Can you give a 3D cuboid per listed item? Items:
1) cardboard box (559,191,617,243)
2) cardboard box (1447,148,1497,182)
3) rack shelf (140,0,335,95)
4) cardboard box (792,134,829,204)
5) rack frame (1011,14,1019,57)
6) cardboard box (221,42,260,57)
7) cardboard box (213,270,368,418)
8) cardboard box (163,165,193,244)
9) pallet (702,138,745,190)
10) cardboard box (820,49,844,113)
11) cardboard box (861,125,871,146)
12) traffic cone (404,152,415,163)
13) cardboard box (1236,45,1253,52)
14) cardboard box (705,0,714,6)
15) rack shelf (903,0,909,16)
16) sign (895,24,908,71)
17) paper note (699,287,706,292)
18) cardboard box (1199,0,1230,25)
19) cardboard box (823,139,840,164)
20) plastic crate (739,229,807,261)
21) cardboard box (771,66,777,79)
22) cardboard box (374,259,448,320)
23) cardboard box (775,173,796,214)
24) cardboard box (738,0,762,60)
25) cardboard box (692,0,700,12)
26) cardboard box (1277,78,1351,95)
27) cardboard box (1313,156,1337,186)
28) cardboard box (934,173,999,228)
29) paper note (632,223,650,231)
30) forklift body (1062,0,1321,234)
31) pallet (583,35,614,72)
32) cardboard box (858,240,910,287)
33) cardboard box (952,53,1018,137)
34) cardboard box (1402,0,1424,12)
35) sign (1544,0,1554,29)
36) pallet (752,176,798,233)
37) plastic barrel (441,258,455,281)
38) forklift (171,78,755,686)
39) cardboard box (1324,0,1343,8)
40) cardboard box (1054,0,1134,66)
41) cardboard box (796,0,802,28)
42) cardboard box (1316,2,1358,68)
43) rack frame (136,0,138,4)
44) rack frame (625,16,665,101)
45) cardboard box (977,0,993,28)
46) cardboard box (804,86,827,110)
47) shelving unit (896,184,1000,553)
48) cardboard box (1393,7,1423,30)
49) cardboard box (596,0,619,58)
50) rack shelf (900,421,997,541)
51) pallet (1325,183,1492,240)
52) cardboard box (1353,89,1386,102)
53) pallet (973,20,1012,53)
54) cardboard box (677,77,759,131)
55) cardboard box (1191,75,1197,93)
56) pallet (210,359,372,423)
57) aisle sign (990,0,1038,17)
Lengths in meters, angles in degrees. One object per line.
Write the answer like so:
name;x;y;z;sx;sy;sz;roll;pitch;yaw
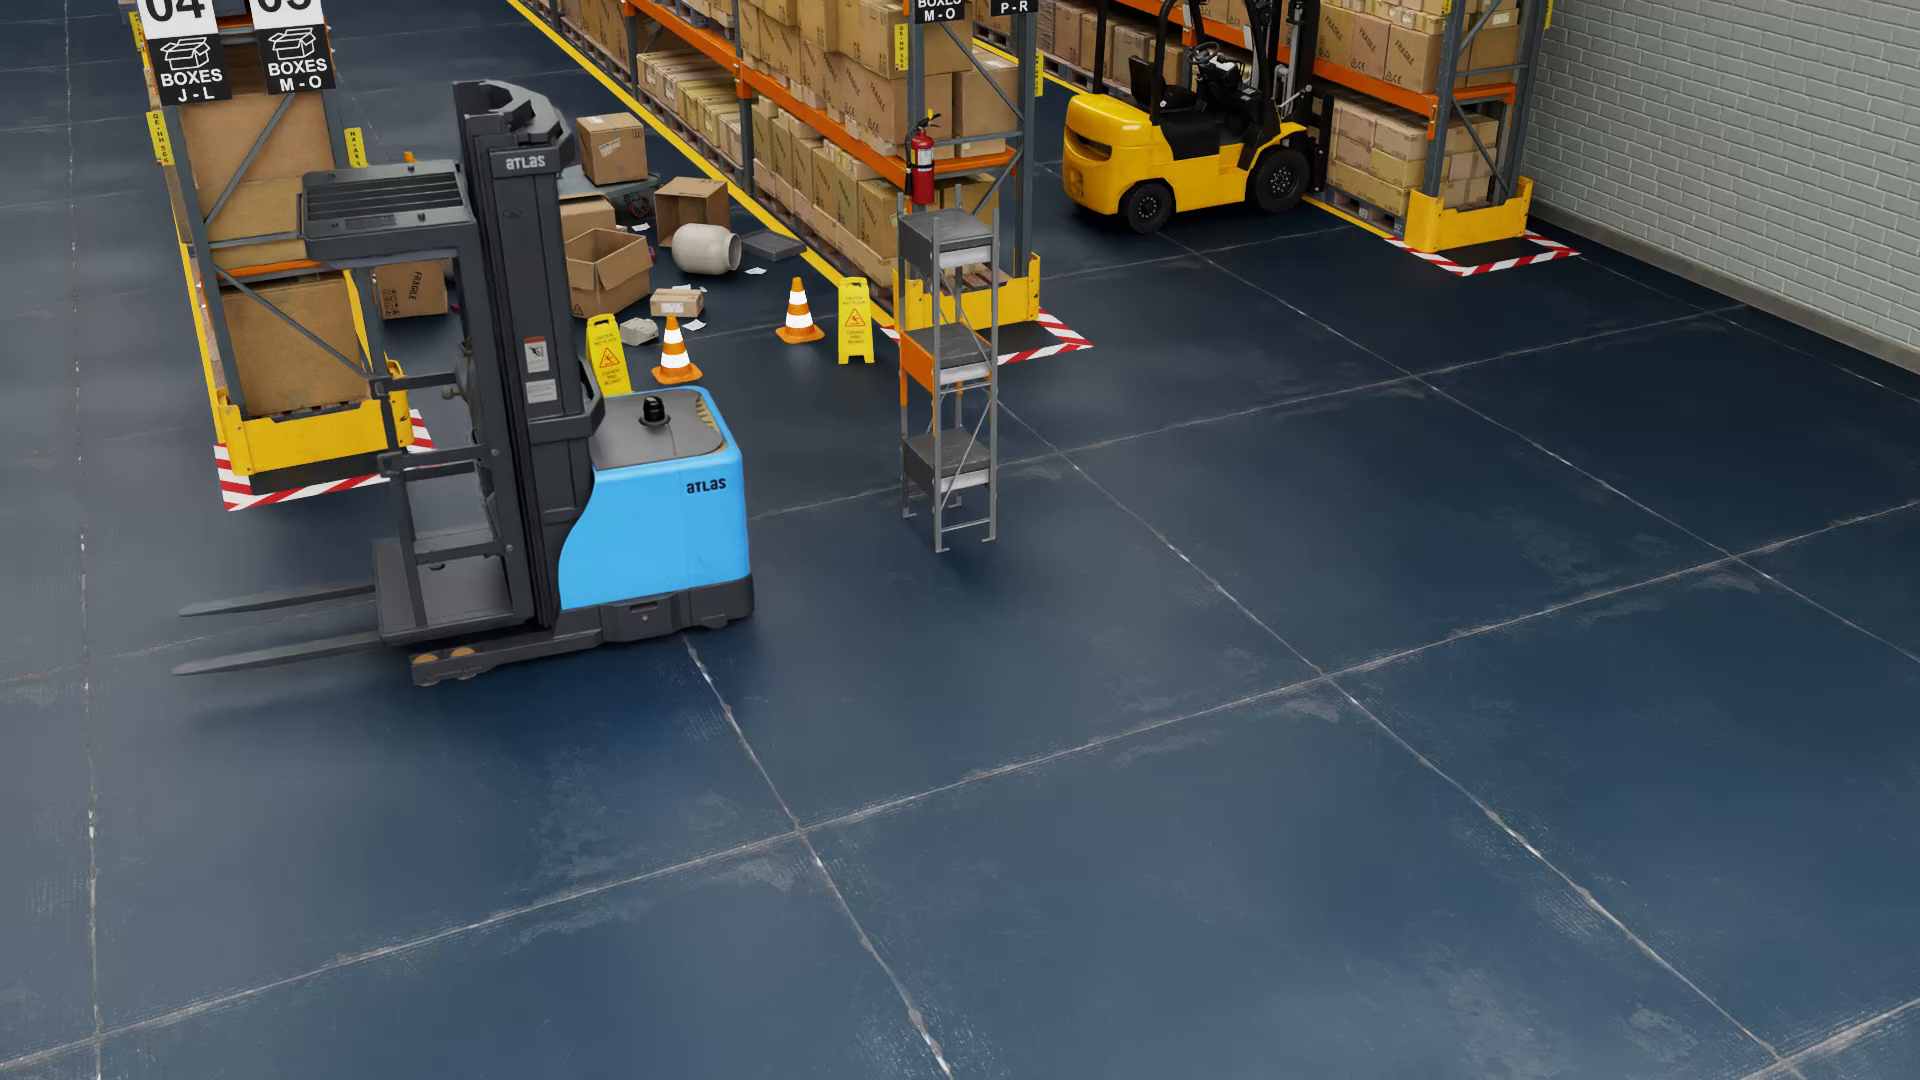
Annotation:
cardboard box;-3.361;-2.639;14.275;0.797;0.637;0.503;-13;32;-22
cardboard box;4.556;-3.510;15.286;0.500;0.250;0.500;-12;32;-21
rack shelf;-5.197;-3.807;11.613;1.077;0.370;4.000;-13;32;-22
cardboard box;-1.157;-3.310;14.674;0.500;0.500;0.500;-11;31;-19
rack frame;1.136;-7.590;20.692;1.000;3.000;0.127;-13;32;-22
cardboard box;-4.900;-3.136;11.492;0.875;0.550;0.550;-13;32;-22
cardboard box;-4.689;-1.471;11.522;0.875;0.875;0.875;-13;32;-22
cardboard box;-6.403;-3.153;14.649;1.050;0.750;0.750;-13;32;-22
pallet;-1.964;-3.907;16.974;1.003;0.211;1.213;-13;32;-22
cardboard box;-0.815;-3.812;13.547;0.500;0.500;0.500;-13;32;-22
cardboard box;-0.564;-3.230;13.172;0.380;0.149;0.250;-14;32;-23
traffic cone;-5.267;-3.498;15.989;0.336;0.463;0.334;-13;32;-22
cardboard box;3.239;-5.067;17.551;0.500;0.250;0.500;-12;32;-21
cardboard box;-2.248;-5.511;16.148;0.500;0.500;0.500;-13;32;-22
rack shelf;-0.770;-4.891;13.546;1.077;0.370;4.000;-13;32;-22
sign;-0.421;-3.548;11.976;0.100;0.325;0.005;-13;32;-22
paper note;-2.158;-2.107;13.970;0.032;0.001;0.123;-13;32;-22
cardboard box;2.808;-5.616;17.069;0.500;0.500;0.500;-14;32;-23
cardboard box;-0.925;-3.282;13.961;0.380;0.149;0.250;-12;31;-20
plastic crate;-1.695;-2.640;14.850;0.583;0.080;0.402;26;38;38
cardboard box;-1.486;-4.252;14.995;0.380;0.149;0.250;-13;32;-22
cardboard box;-4.462;-2.136;13.518;0.500;0.500;0.500;-8;30;-13
cardboard box;-1.379;-3.213;15.267;0.500;0.250;0.500;-11;31;-19
cardboard box;-1.691;-4.700;15.131;0.500;0.500;0.500;-13;32;-22
cardboard box;-2.451;-5.361;16.543;0.380;0.149;0.250;-13;32;-22
cardboard box;3.430;-4.285;16.157;0.500;0.250;0.500;-14;32;-23
cardboard box;3.672;-3.626;16.004;0.500;0.250;0.500;-13;32;-21
cardboard box;-0.018;-2.748;13.672;0.500;0.500;0.500;-14;32;-24
paper note;-2.942;-2.892;15.349;0.148;0.019;0.142;-13;32;-22
forklift body;2.109;-4.141;15.408;2.313;2.155;1.214;-13;32;-22
pallet;-4.136;-6.232;21.121;1.003;0.211;1.213;-13;32;-22
cardboard box;-0.511;-2.308;13.653;0.500;0.250;0.500;-13;32;-22
cardboard box;0.136;-3.453;12.908;0.500;0.500;0.500;-14;32;-23
cardboard box;4.092;-4.729;14.520;0.380;0.149;0.250;-13;32;-22
sign;5.074;-4.582;14.362;0.100;0.325;0.005;-13;32;-22
pallet;-1.308;-3.274;15.846;1.003;0.211;1.213;-13;32;-22
plastic barrel;-4.183;-2.393;14.057;0.512;0.421;0.421;7;30;13
forklift;-2.731;-0.793;8.641;3.031;2.935;1.130;-10;31;-17
cardboard box;3.596;-5.039;15.376;0.380;0.149;0.250;-13;32;-22
cardboard box;1.679;-6.172;20.162;0.875;0.625;0.625;-12;31;-20
cardboard box;-0.939;-4.480;13.717;0.700;0.500;0.500;-13;32;-22
cardboard box;3.687;-4.720;15.471;0.500;0.500;0.500;-14;32;-23
rack frame;-4.338;-4.545;9.128;1.000;3.000;0.127;-13;32;-22
rack frame;-3.345;-6.546;18.830;1.000;3.000;0.127;-13;32;-22
cardboard box;0.555;-7.048;21.851;0.500;0.500;0.500;-14;32;-23
cardboard box;-1.108;-3.791;14.173;0.380;0.149;0.250;-13;32;-22
shelving unit;-0.071;-0.989;9.840;0.431;2.100;0.503;-13;32;-22
cardboard box;4.032;-4.584;14.565;0.380;0.149;0.250;-13;32;-21
cardboard box;-3.946;-6.520;20.527;0.875;0.875;0.875;-13;32;-21
rack shelf;-0.071;-0.367;10.189;0.431;0.518;0.480;-13;32;-22
pallet;4.204;-3.169;15.659;1.003;0.211;1.213;-13;32;-22
cardboard box;4.112;-4.172;15.955;0.500;0.250;0.500;-13;32;-22
pallet;0.850;-6.712;21.976;1.003;0.211;1.213;-13;32;-22
cardboard box;-2.467;-4.671;17.744;0.950;0.372;0.625;-12;31;-20
cardboard box;2.782;-4.747;17.492;0.500;0.250;0.500;-13;32;-22
pallet;-4.752;-1.049;11.878;1.003;0.211;1.213;-13;32;-22
aisle sign;0.396;-4.184;11.960;0.394;0.787;0.004;-13;32;-22
